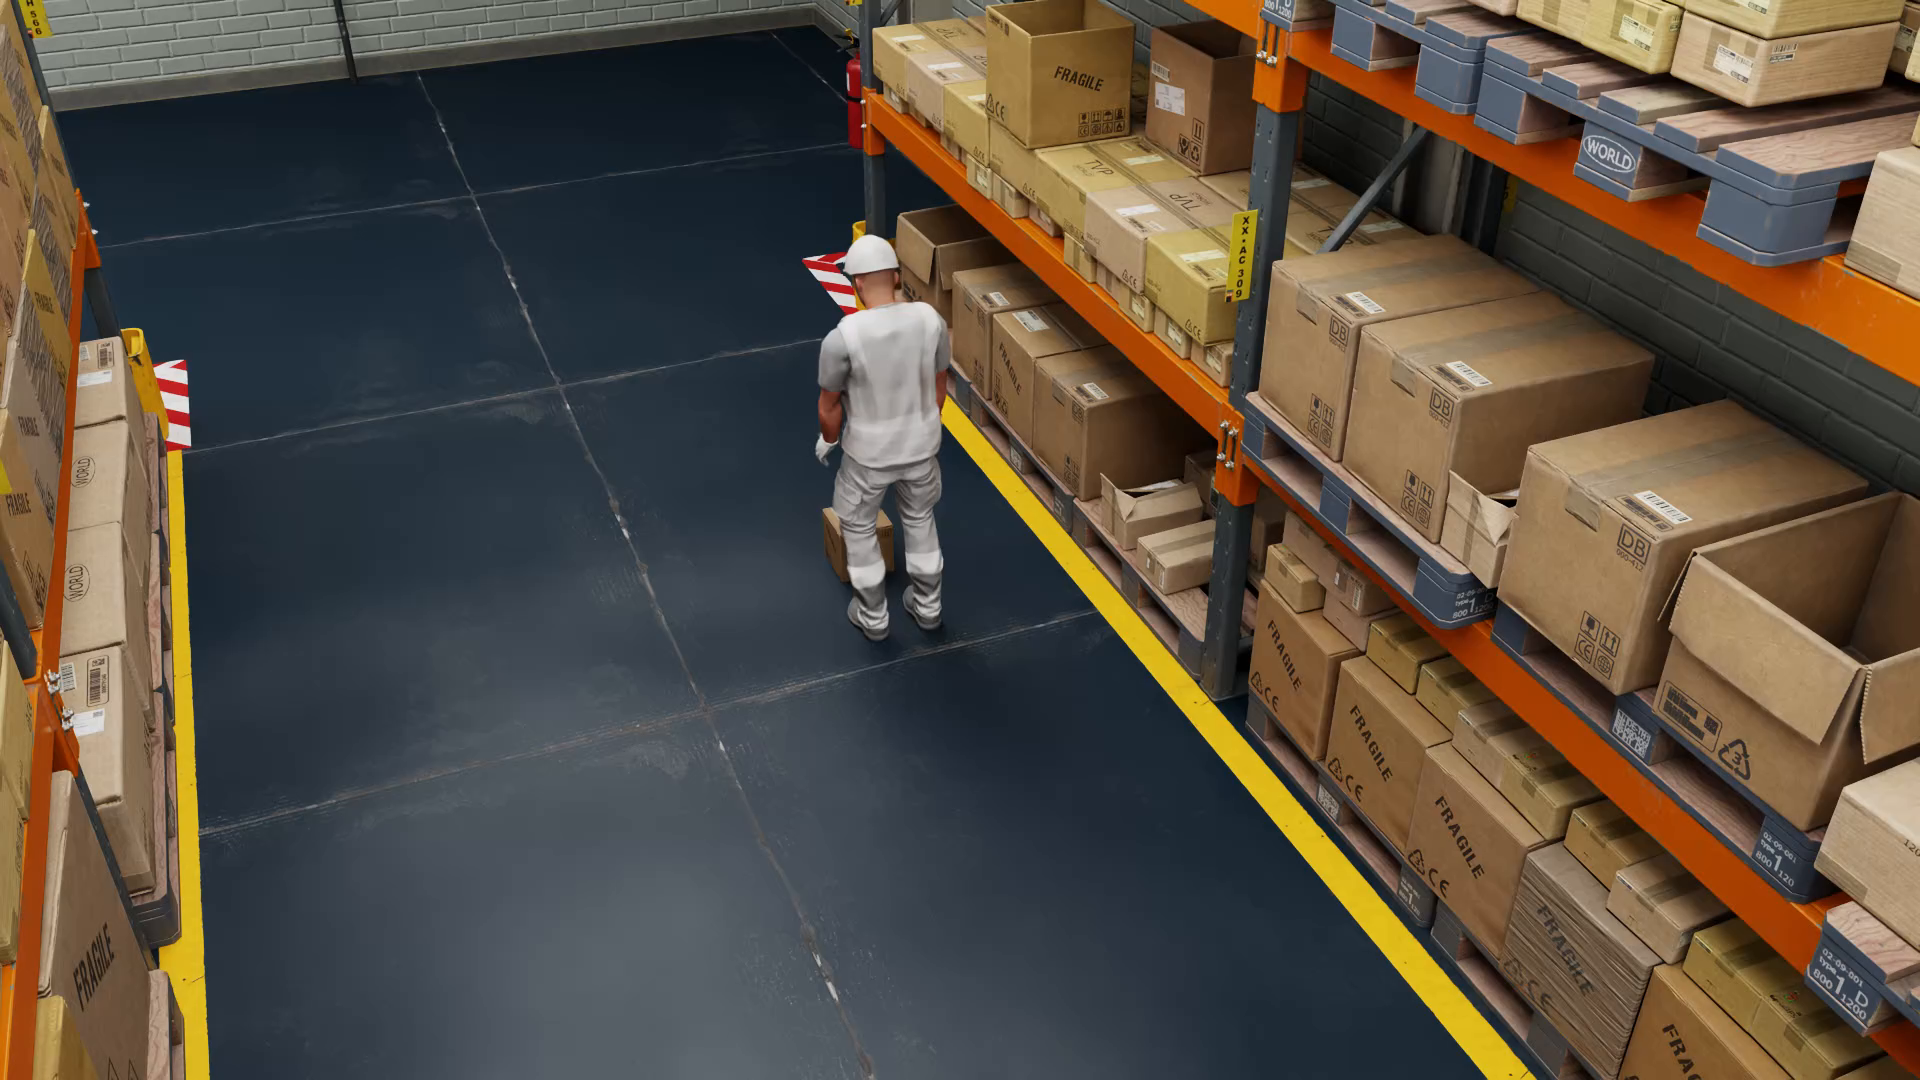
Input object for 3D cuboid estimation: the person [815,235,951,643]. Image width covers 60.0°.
[{"bbox_3d":[-0.314,-0.387,6.745,0.538,1.751,0.428,-12,35,-18],"label":"person"}]
